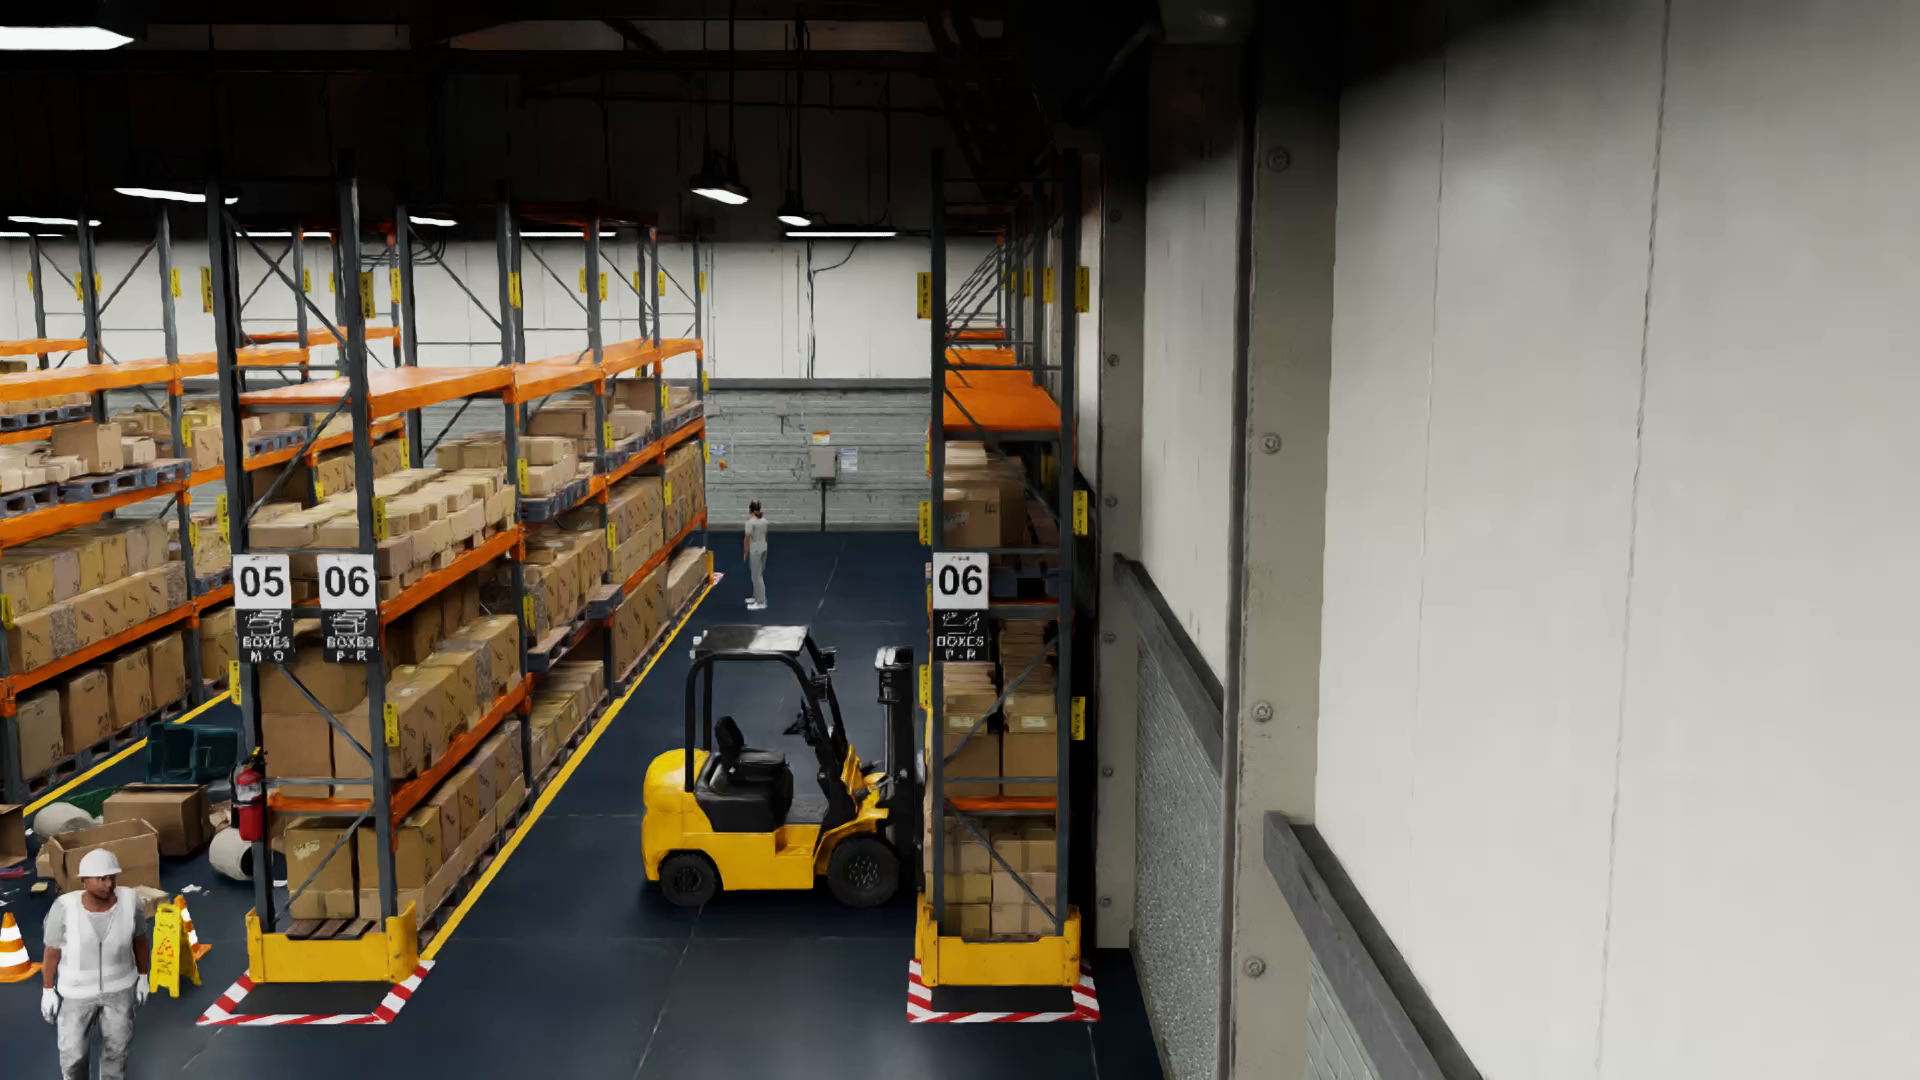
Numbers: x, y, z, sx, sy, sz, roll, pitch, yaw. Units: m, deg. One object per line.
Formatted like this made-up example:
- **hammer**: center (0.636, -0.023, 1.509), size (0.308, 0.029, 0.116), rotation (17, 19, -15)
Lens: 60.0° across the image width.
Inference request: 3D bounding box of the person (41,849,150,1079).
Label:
- **person**: center (-5.237, 2.704, 10.080), size (0.603, 1.777, 0.570), rotation (-7, 11, -35)

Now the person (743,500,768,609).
- **person**: center (-3.193, 0.199, 25.863), size (0.569, 1.668, 0.563), rotation (5, 11, 31)
